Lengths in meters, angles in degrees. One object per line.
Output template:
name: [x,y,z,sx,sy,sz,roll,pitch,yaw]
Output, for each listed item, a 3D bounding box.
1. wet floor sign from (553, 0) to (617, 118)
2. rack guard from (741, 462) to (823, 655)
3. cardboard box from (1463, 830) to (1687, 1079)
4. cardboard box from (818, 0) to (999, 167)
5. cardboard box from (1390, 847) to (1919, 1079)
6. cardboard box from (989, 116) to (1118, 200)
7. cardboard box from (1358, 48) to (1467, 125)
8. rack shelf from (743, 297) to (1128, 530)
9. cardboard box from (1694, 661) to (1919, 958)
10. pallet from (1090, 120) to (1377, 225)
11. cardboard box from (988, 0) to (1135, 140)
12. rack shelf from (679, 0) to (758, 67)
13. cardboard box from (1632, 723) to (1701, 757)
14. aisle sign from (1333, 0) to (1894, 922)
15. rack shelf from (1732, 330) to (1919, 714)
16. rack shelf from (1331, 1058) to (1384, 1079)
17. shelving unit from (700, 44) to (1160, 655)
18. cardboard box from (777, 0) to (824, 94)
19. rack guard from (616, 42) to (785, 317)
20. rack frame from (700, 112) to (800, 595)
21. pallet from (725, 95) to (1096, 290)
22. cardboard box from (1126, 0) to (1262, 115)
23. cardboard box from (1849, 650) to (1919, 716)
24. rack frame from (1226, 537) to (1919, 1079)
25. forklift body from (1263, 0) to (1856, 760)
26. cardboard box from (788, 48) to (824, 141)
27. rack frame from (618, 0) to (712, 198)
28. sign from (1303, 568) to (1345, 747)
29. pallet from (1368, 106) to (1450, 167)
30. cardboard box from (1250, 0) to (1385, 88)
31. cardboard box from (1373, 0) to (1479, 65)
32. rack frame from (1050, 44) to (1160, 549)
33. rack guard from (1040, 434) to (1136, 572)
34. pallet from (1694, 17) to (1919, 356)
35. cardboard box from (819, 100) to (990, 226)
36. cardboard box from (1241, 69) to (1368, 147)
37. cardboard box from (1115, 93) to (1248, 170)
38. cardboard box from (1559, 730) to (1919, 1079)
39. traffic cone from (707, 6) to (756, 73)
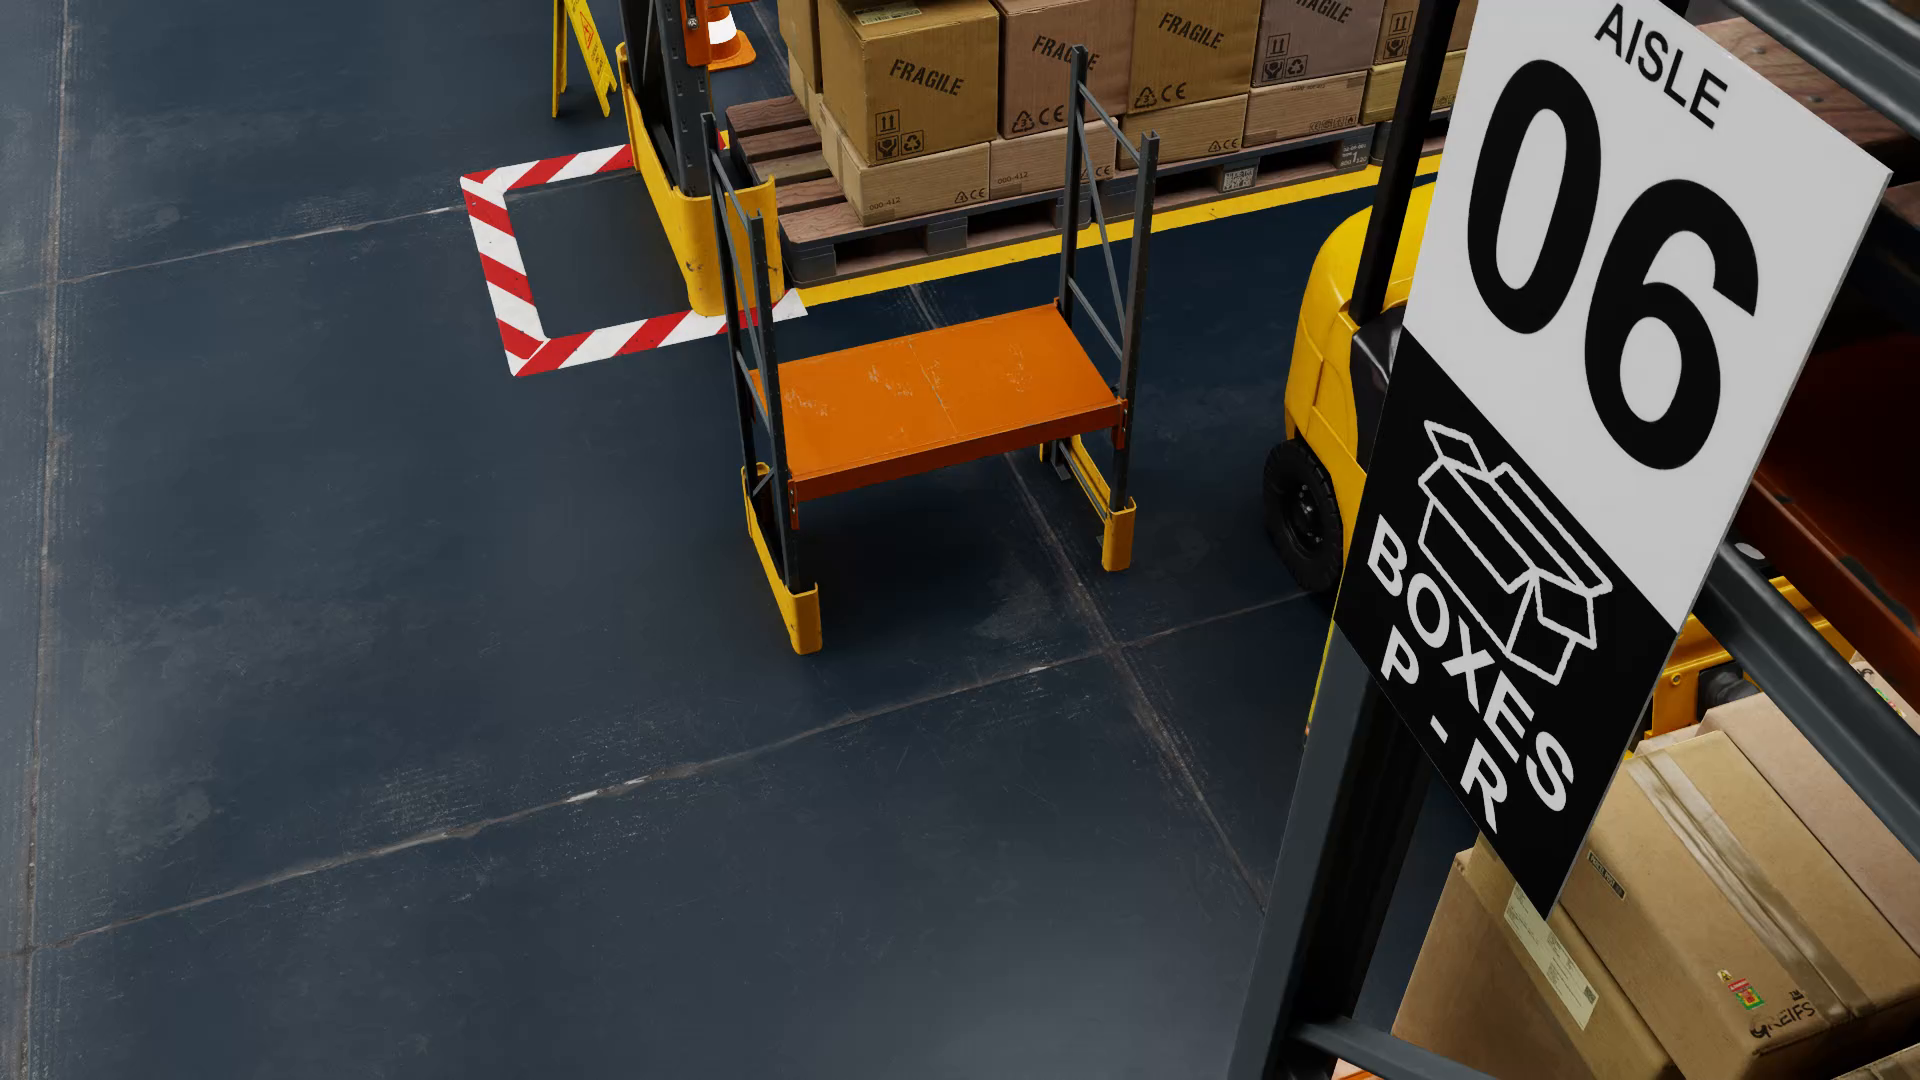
wet floor sign: [-1.604,-2.108,6.895,0.232,0.644,0.267,0,45,0]
rack guard: [-0.540,0.050,5.024,0.087,0.250,0.587,-14,47,-14]
cardboard box: [0.858,0.500,2.105,0.250,0.149,0.380,-14,47,-13]
cardboard box: [-0.187,-1.730,5.971,0.500,0.500,0.500,-16,47,-15]
cardboard box: [1.000,0.706,2.358,0.500,0.500,0.500,-15,47,-15]
cardboard box: [0.273,-1.577,6.348,0.500,0.250,0.500,-13,46,-12]
cardboard box: [1.738,-1.955,6.726,0.500,0.250,0.500,-15,47,-15]
rack shelf: [-0.080,-0.382,4.826,1.000,0.185,0.538,-14,47,-14]
cardboard box: [1.113,0.359,2.036,0.250,0.149,0.380,-14,47,-14]
pallet: [0.931,-1.768,6.863,1.213,0.211,1.003,-14,47,-14]
cardboard box: [0.303,-1.858,6.100,0.500,0.500,0.500,-16,47,-15]
rack shelf: [0.819,-2.499,6.130,4.000,0.370,1.077,-14,47,-14]
cardboard box: [1.088,0.419,2.186,0.250,0.149,0.380,-14,47,-13]
aisle sign: [0.465,-0.063,1.360,0.004,0.787,0.394,-14,47,-14]
rack shelf: [2.508,-0.251,1.773,4.000,0.370,1.077,-14,47,-14]
rack shelf: [2.508,0.807,2.835,4.000,0.370,1.077,-14,47,-14]
shelving unit: [-0.072,-0.511,4.701,1.083,1.500,0.587,-14,47,-14]
cardboard box: [-0.397,-2.080,6.321,0.500,0.500,0.500,-14,47,-14]
rack guard: [-0.991,-1.407,6.300,0.348,0.500,1.175,-14,47,-14]
rack frame: [-0.558,-0.387,4.576,0.032,1.500,0.500,-14,47,-14]
pallet: [-0.215,-1.477,6.573,1.213,0.211,1.003,-14,47,-14]
cardboard box: [0.777,-1.974,6.215,0.500,0.500,0.500,-13,47,-13]
cardboard box: [1.350,0.278,2.117,0.250,0.149,0.380,-13,47,-13]
rack frame: [0.627,1.034,2.101,0.127,3.000,1.000,-14,47,-14]
forklift body: [1.791,-0.337,4.068,1.214,2.155,2.313,-14,47,-14]
cardboard box: [-0.371,-1.828,6.599,0.500,0.250,0.500,-15,47,-14]
rack frame: [-1.062,-2.271,5.396,0.127,3.000,1.000,-14,47,-14]
sign: [0.455,0.177,1.971,0.005,0.325,0.100,-14,47,-14]
pallet: [2.080,-2.064,7.158,1.213,0.211,1.003,-14,47,-14]
cardboard box: [1.277,-2.108,6.348,0.500,0.500,0.500,-12,46,-12]
cardboard box: [1.757,-2.231,6.471,0.500,0.500,0.500,-14,47,-13]
rack frame: [0.398,-0.631,4.820,0.032,1.500,0.500,-14,47,-14]
rack guard: [0.397,-0.190,5.263,0.087,0.250,0.587,-14,47,-14]
pallet: [1.301,-0.146,1.222,1.213,0.211,1.003,-14,47,-14]
cardboard box: [-0.210,-1.459,6.231,0.500,0.250,0.500,-15,47,-14]
cardboard box: [1.258,-1.836,6.607,0.500,0.250,0.500,-14,47,-13]
cardboard box: [0.782,-1.716,6.488,0.500,0.250,0.500,-11,46,-11]
cardboard box: [0.892,0.439,1.956,0.250,0.149,0.380,-14,47,-14]
traffic cone: [-1.096,-2.339,7.254,0.334,0.463,0.336,-14,47,-14]
